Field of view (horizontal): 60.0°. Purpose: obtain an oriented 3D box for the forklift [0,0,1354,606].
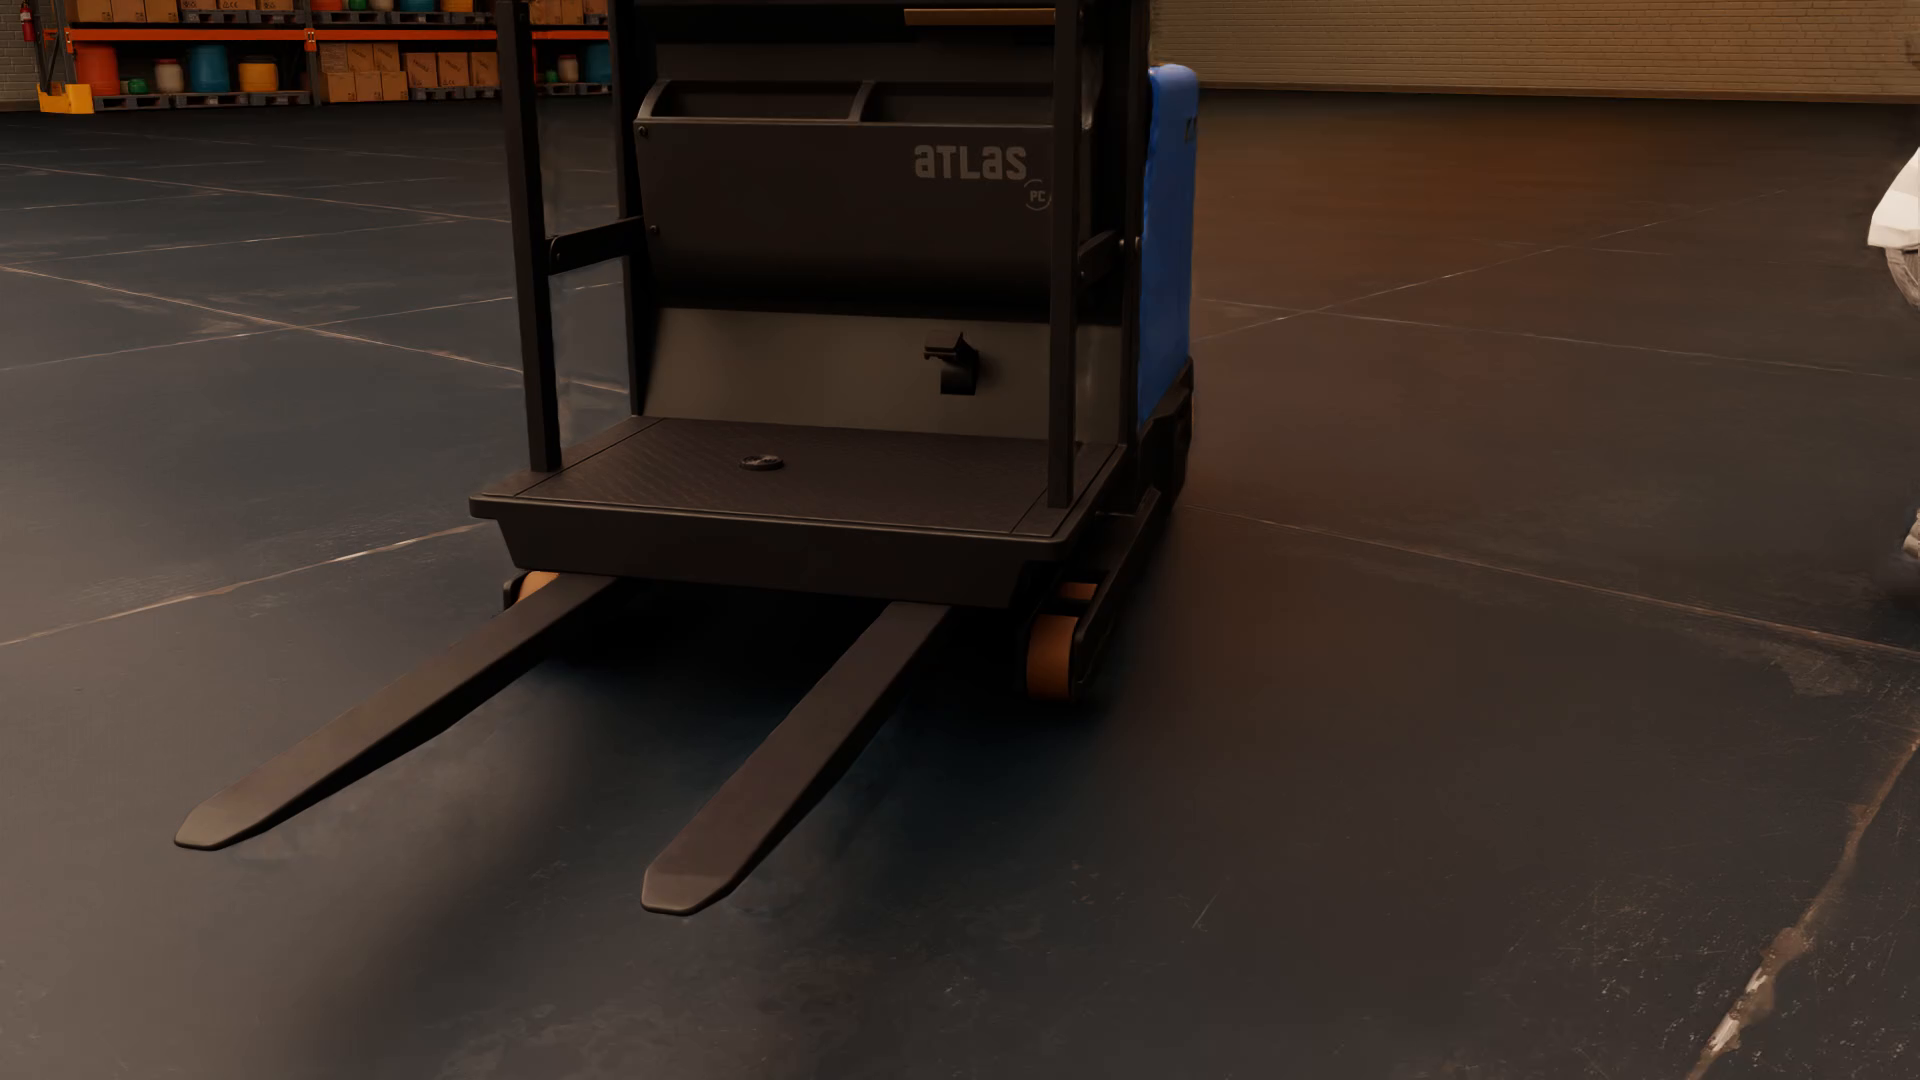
[{"bbox_3d":[-0.707,-1.422,3.580,3.031,2.935,1.130,1,17,4],"label":"forklift"}]
